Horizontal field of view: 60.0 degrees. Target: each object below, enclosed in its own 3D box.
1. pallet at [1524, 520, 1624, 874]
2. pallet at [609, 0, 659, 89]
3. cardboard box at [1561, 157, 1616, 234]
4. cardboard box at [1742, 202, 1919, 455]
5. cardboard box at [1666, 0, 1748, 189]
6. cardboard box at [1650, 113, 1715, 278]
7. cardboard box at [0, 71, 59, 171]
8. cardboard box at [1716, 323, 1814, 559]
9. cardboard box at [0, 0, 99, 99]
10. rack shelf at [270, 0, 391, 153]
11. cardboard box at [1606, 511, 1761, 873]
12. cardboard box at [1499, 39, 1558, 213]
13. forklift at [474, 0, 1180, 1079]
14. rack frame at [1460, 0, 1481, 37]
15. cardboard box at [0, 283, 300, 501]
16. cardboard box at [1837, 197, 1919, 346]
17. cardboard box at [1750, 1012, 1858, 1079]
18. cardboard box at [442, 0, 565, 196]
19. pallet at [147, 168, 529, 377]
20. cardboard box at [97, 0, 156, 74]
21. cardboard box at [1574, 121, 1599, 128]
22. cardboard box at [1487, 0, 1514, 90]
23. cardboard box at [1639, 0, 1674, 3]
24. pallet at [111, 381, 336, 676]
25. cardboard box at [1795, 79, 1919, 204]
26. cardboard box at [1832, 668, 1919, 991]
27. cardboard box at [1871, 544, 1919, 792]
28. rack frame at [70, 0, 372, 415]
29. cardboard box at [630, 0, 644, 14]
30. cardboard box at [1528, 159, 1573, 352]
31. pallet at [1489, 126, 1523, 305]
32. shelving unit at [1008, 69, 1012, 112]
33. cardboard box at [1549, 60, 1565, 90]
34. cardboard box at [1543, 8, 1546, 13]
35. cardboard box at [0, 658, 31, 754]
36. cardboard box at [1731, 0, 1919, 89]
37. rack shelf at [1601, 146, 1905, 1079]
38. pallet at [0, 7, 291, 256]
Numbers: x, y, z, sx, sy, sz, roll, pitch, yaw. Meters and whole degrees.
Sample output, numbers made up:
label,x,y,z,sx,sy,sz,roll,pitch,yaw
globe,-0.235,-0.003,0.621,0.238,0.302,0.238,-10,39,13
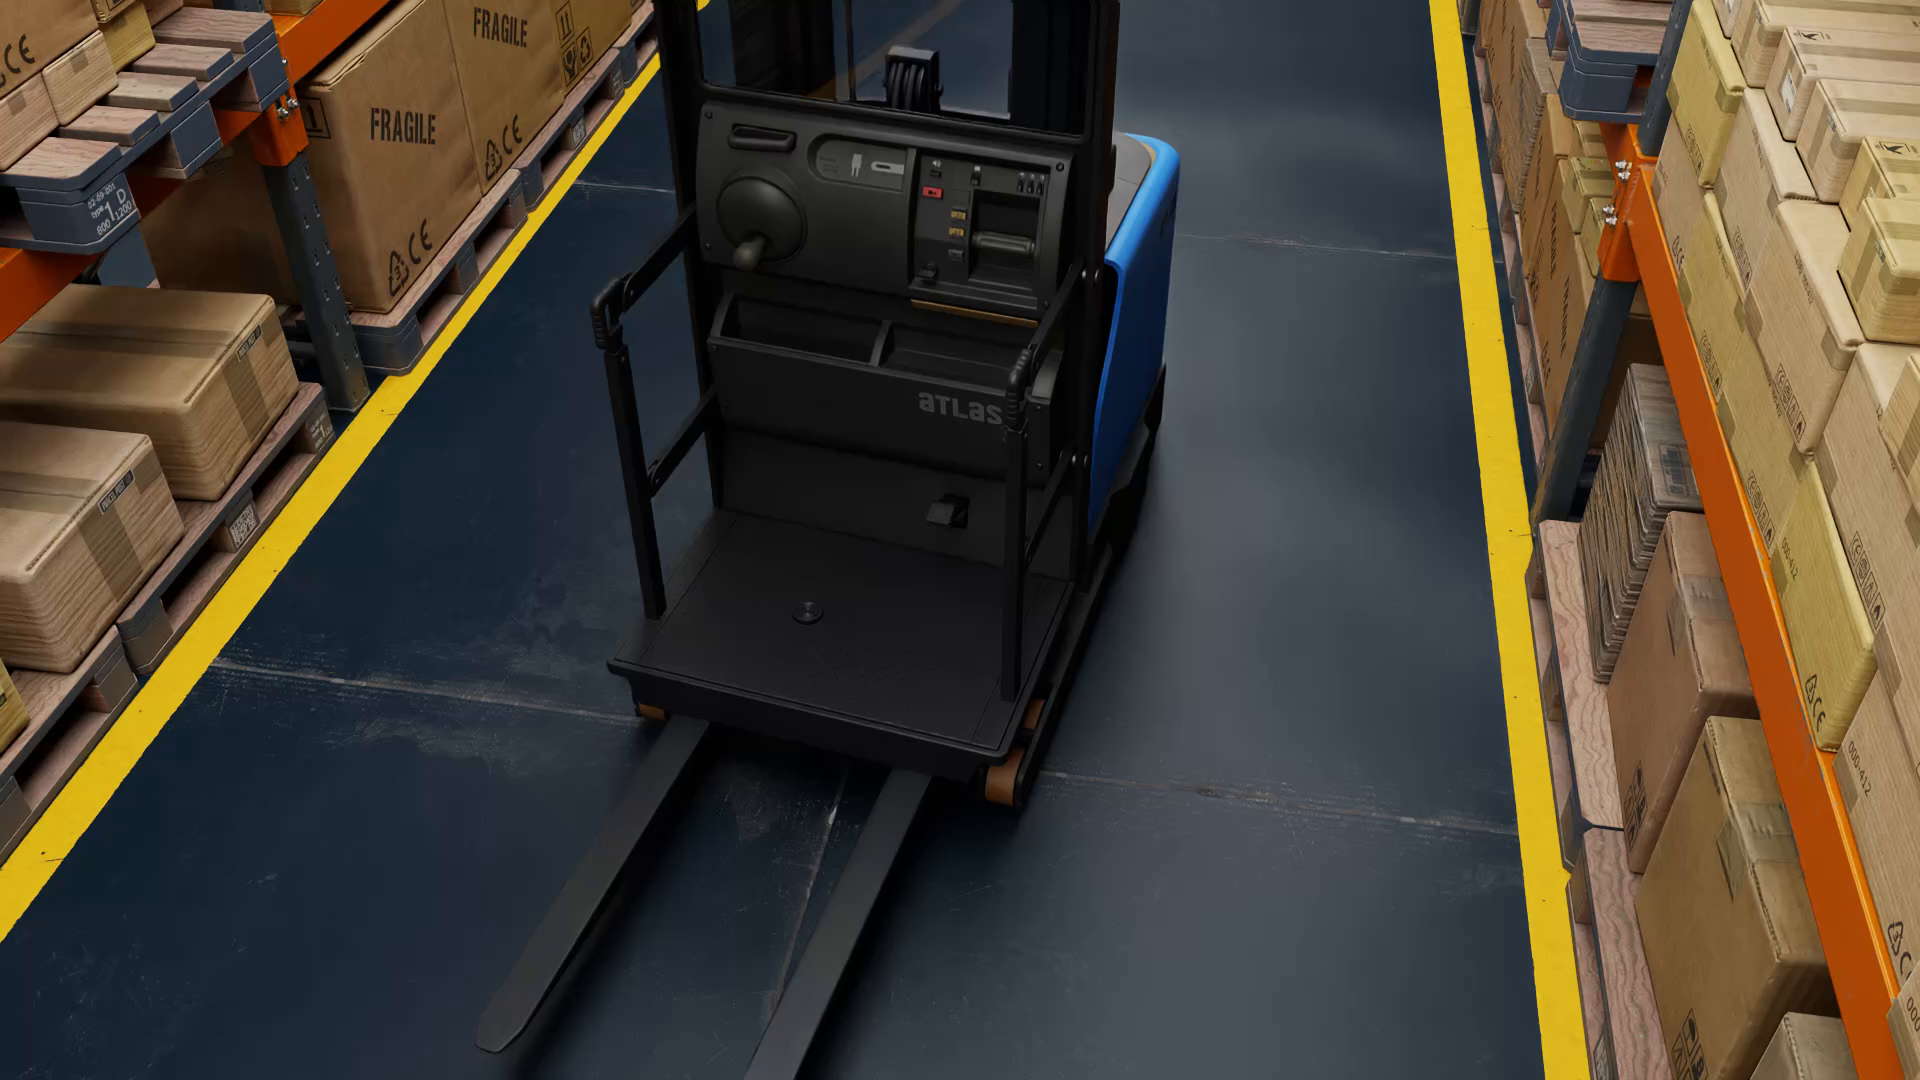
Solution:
label,x,y,z,sx,sy,sz,roll,pitch,yaw
pallet,2.129,0.448,4.542,1.003,0.211,1.213,6,40,8
pallet,-1.947,-2.627,8.262,1.003,0.211,1.213,6,40,8
cardboard box,2.163,-1.100,5.349,0.380,0.149,0.250,4,40,5
cardboard box,1.796,-0.382,3.083,0.500,0.250,0.500,5,40,7
cardboard box,1.968,-1.025,3.861,0.500,0.250,0.500,6,40,8
cardboard box,1.993,-0.829,4.017,0.500,0.250,0.500,7,40,8
cardboard box,-2.430,-1.021,3.998,0.380,0.149,0.250,5,40,6
cardboard box,1.818,-0.190,3.244,0.500,0.250,0.500,5,40,6
cardboard box,-2.463,-1.357,3.896,0.500,0.500,0.500,6,40,7
rack shelf,-2.233,-2.662,6.680,1.077,0.370,4.000,6,40,8
cardboard box,2.083,0.415,3.927,0.875,0.625,0.625,8,40,9
cardboard box,2.428,-1.596,6.458,0.500,0.500,0.500,5,40,6
forklift,-0.261,-0.719,3.819,1.130,2.935,3.031,12,41,14
rack frame,3.002,-3.649,7.310,1.000,3.000,0.127,6,40,8
cardboard box,-2.687,-0.479,5.208,0.950,0.372,0.625,4,40,5
cardboard box,1.752,-0.449,2.851,0.380,0.149,0.250,7,40,9
cardboard box,1.839,1.310,2.845,0.875,0.625,0.625,6,40,7
cardboard box,-2.220,-2.010,6.665,0.875,0.875,0.875,7,40,8
pallet,-2.369,-1.096,6.409,1.003,0.211,1.213,6,40,8
cardboard box,-2.380,-1.341,4.385,0.380,0.149,0.250,7,40,8
cardboard box,2.342,-1.421,5.738,0.380,0.149,0.250,8,40,9
cardboard box,2.614,-2.234,7.230,0.500,0.500,0.500,6,40,7
cardboard box,2.046,-1.658,4.769,0.380,0.149,0.250,7,40,8
pallet,-2.716,-0.119,5.228,1.003,0.211,1.213,6,40,8
cardboard box,1.868,-0.763,3.231,0.380,0.149,0.250,7,40,8
cardboard box,1.645,0.460,2.457,0.500,0.250,0.500,7,40,8
cardboard box,1.627,0.257,2.311,0.500,0.250,0.500,7,40,9
rack frame,-2.579,-1.684,4.932,1.000,3.000,0.127,6,40,8
cardboard box,-1.916,-3.139,8.031,0.875,0.875,0.875,8,40,9
cardboard box,2.268,-0.939,5.664,0.500,0.500,0.500,6,40,7
pallet,2.690,-1.292,6.647,1.003,0.211,1.213,6,40,8
shelving unit,0.292,-1.017,5.539,0.258,1.200,0.189,12,41,14
cardboard box,2.403,-1.754,6.141,0.380,0.149,0.250,5,40,6
cardboard box,2.559,-2.231,6.717,0.380,0.149,0.250,6,40,8
cardboard box,-2.944,0.460,4.072,0.950,0.372,0.625,8,40,9
cardboard box,1.920,-1.092,3.629,0.380,0.149,0.250,7,40,9
rack shelf,1.964,0.394,2.984,1.077,0.370,4.000,6,40,8
pallet,-2.598,-1.151,4.438,1.213,0.211,1.003,6,40,8
